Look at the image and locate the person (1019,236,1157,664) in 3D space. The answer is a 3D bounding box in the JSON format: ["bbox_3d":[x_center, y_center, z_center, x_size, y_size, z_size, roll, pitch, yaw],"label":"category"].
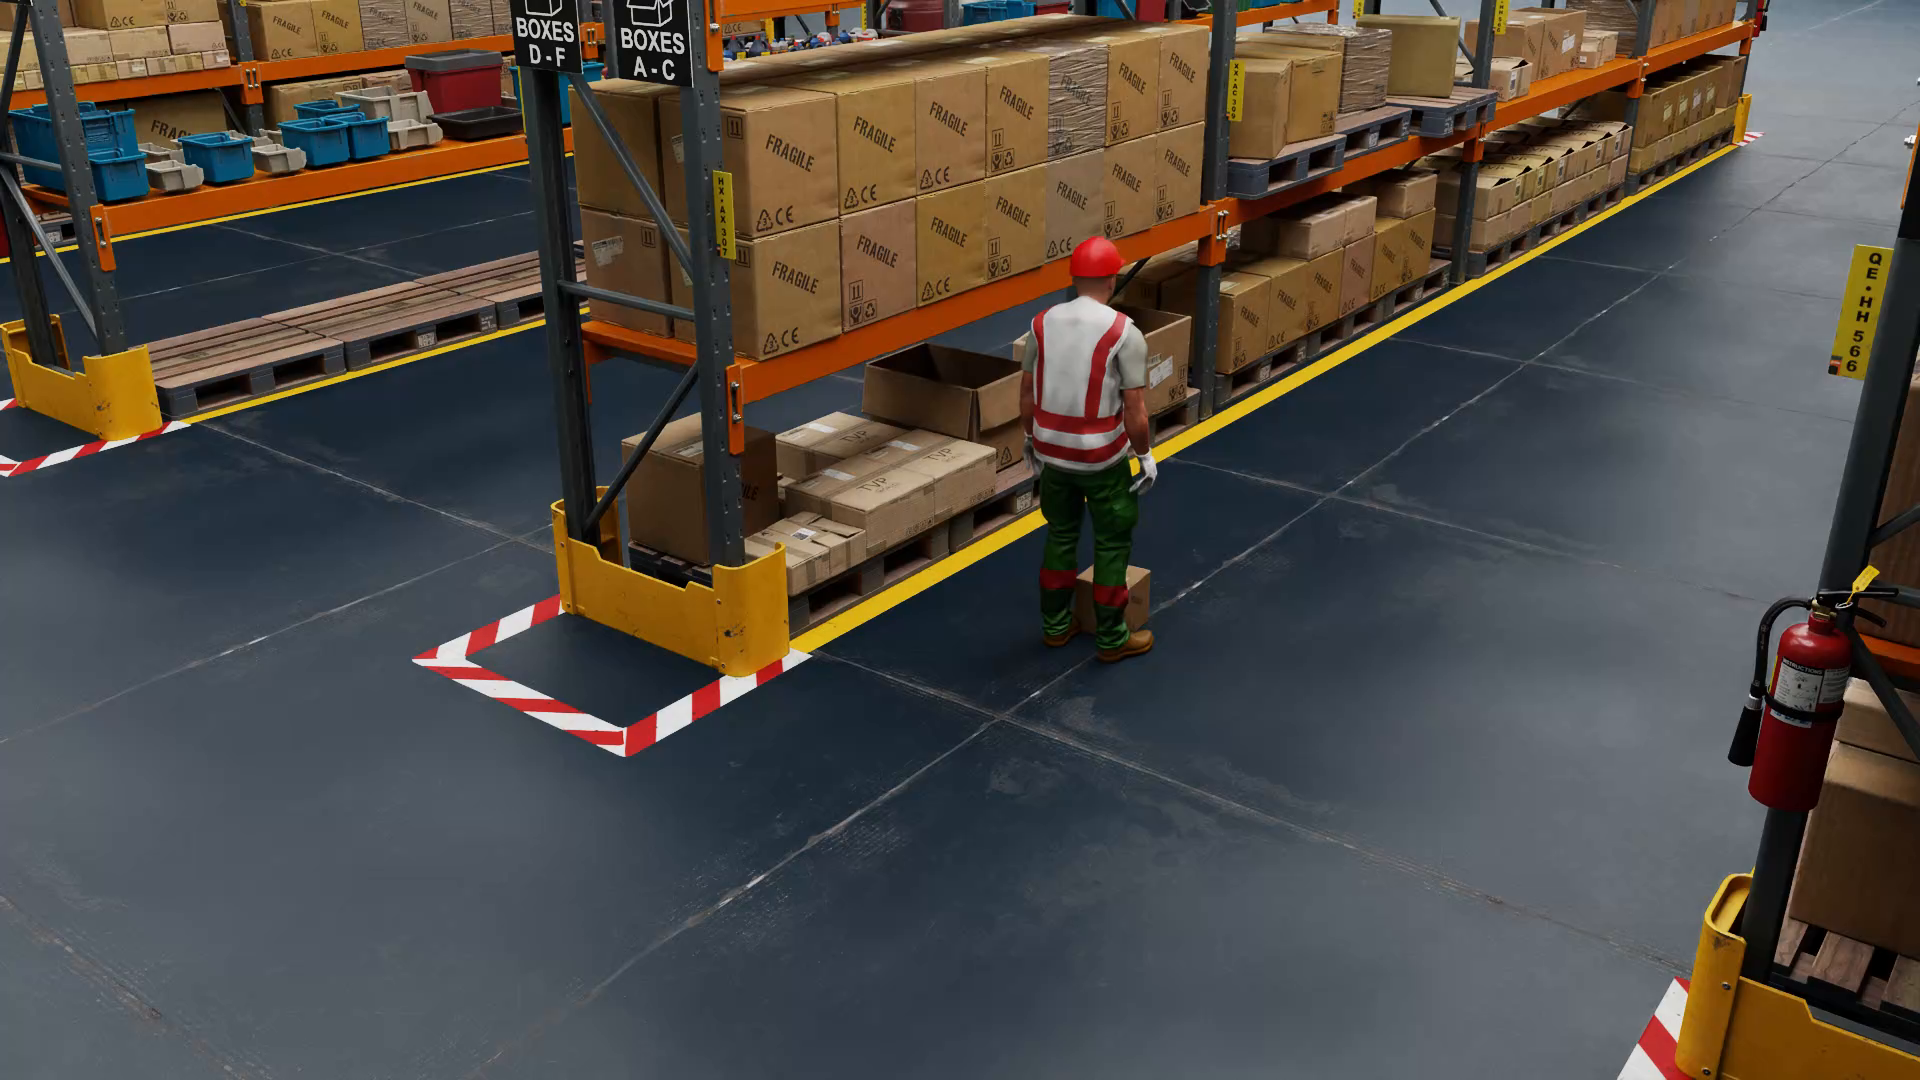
[{"bbox_3d":[0.530,-0.368,6.932,0.619,1.779,0.450,15,27,30],"label":"person"}]
